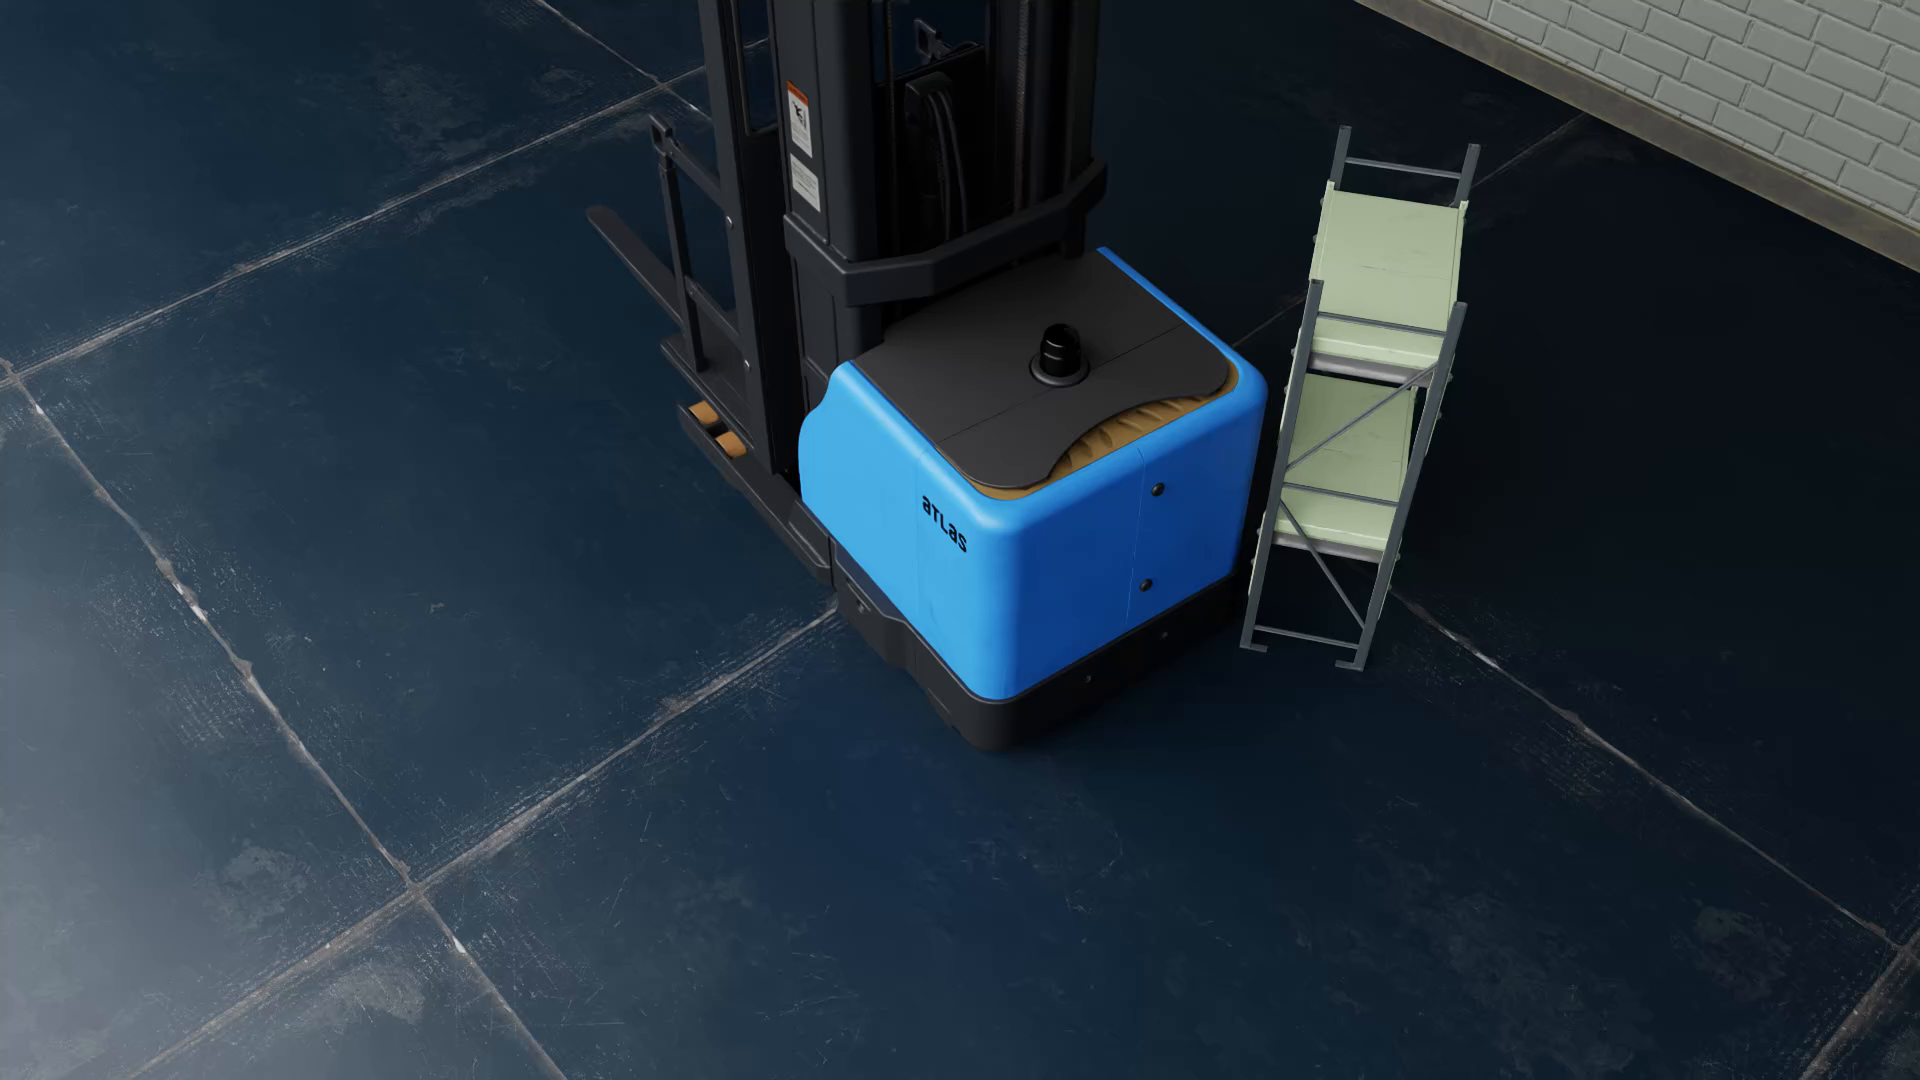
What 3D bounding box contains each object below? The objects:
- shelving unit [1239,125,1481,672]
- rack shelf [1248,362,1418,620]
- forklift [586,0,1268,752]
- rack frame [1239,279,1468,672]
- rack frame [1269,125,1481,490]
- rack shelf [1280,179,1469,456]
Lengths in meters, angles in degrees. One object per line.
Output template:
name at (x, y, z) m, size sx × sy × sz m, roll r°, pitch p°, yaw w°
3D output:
shelving unit at (1.200, -0.389, 5.088) m, size 0.431 × 1.500 × 0.755 m, roll 11°, pitch 48°, yaw 10°
rack shelf at (1.200, -0.168, 5.328) m, size 0.431 × 0.370 × 0.720 m, roll 11°, pitch 48°, yaw 10°
forklift at (-0.359, -1.402, 5.050) m, size 1.130 × 2.935 × 3.031 m, roll -27°, pitch 53°, yaw -23°
rack frame at (1.108, -0.129, 4.848) m, size 0.400 × 1.500 × 0.023 m, roll 11°, pitch 48°, yaw 10°
rack frame at (1.293, -0.649, 5.329) m, size 0.400 × 1.500 × 0.023 m, roll 11°, pitch 48°, yaw 10°
rack shelf at (1.200, -0.654, 4.802) m, size 0.431 × 0.370 × 0.720 m, roll 11°, pitch 48°, yaw 10°
